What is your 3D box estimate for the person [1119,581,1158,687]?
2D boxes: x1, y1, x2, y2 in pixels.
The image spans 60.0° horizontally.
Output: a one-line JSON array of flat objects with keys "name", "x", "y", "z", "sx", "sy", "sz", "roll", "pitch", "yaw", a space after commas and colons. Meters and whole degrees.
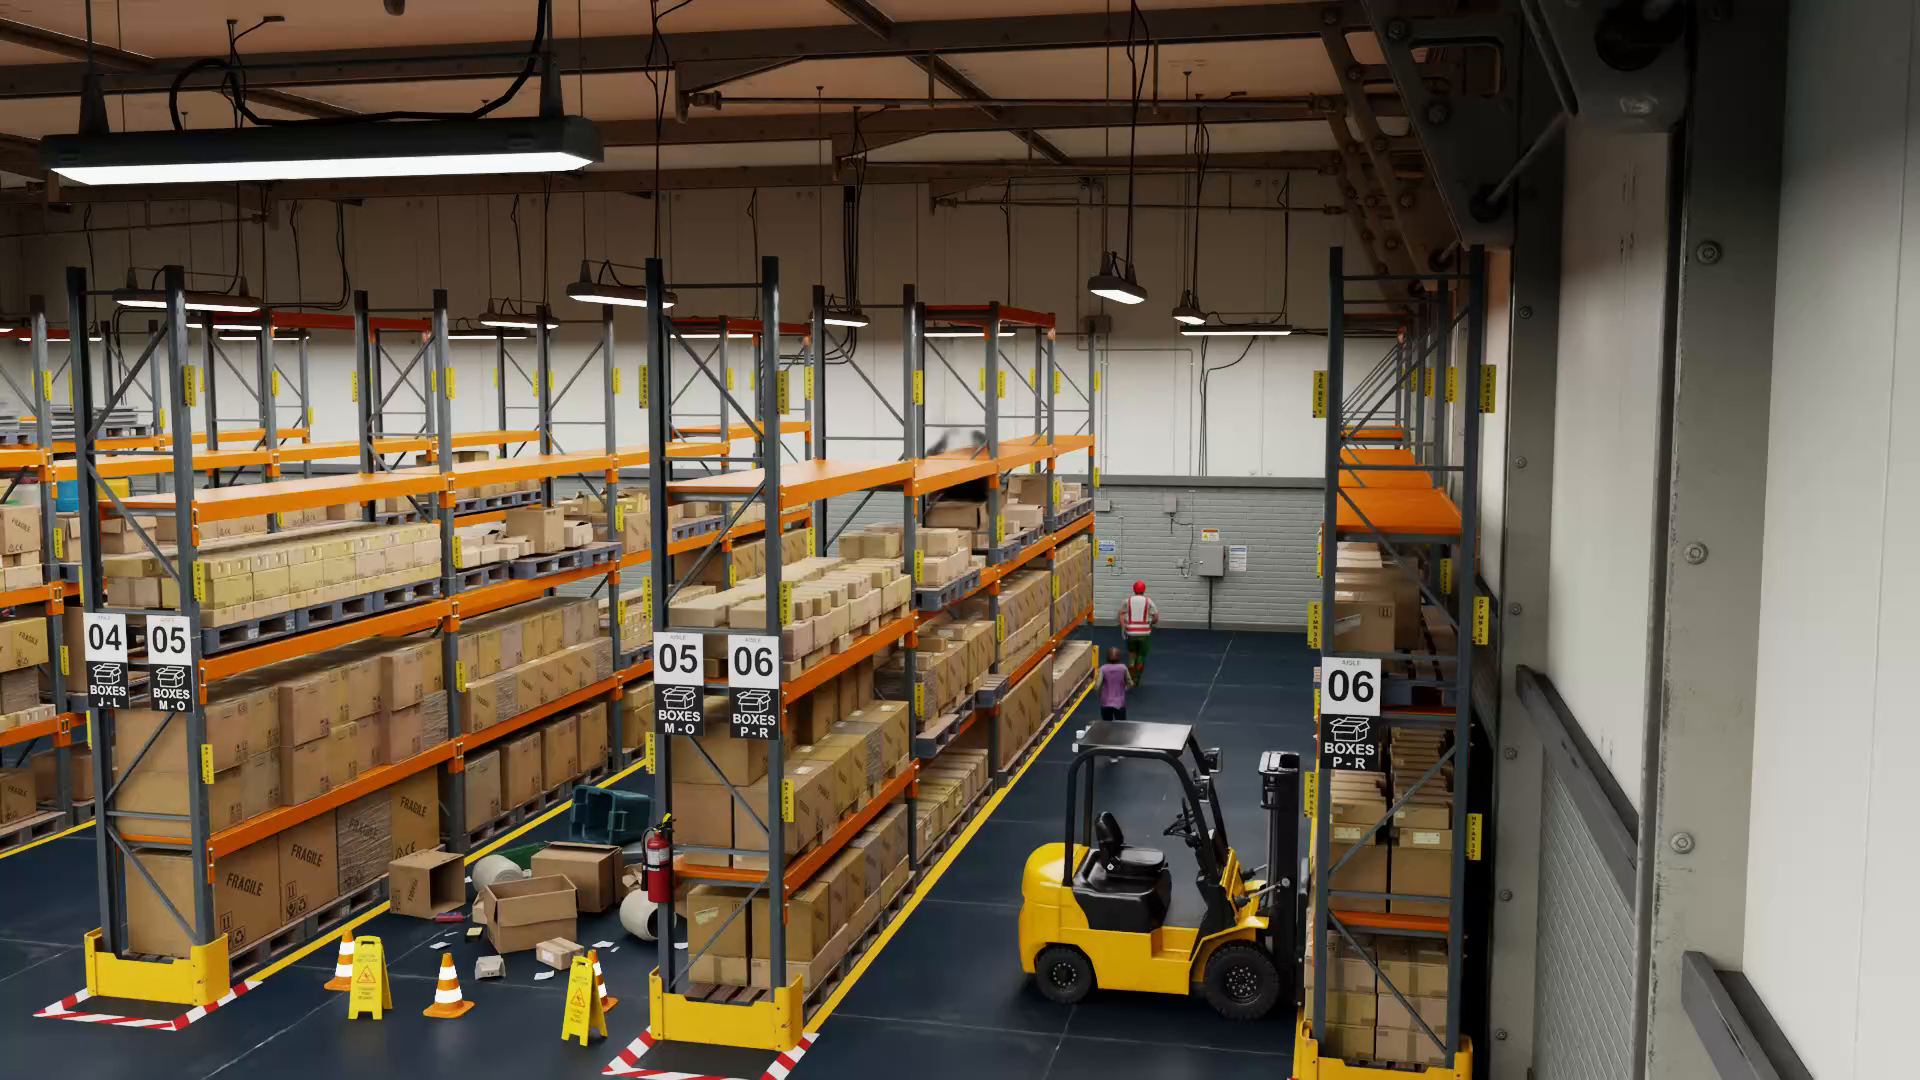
[{"name": "person", "x": 2.930, "y": 1.543, "z": 27.367, "sx": 0.633, "sy": 1.744, "sz": 0.478, "roll": 1, "pitch": 6, "yaw": 13}]

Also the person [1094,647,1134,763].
[{"name": "person", "x": 2.022, "y": 2.182, "z": 21.890, "sx": 0.534, "sy": 1.553, "sz": 0.557, "roll": 0, "pitch": 6, "yaw": -2}]
